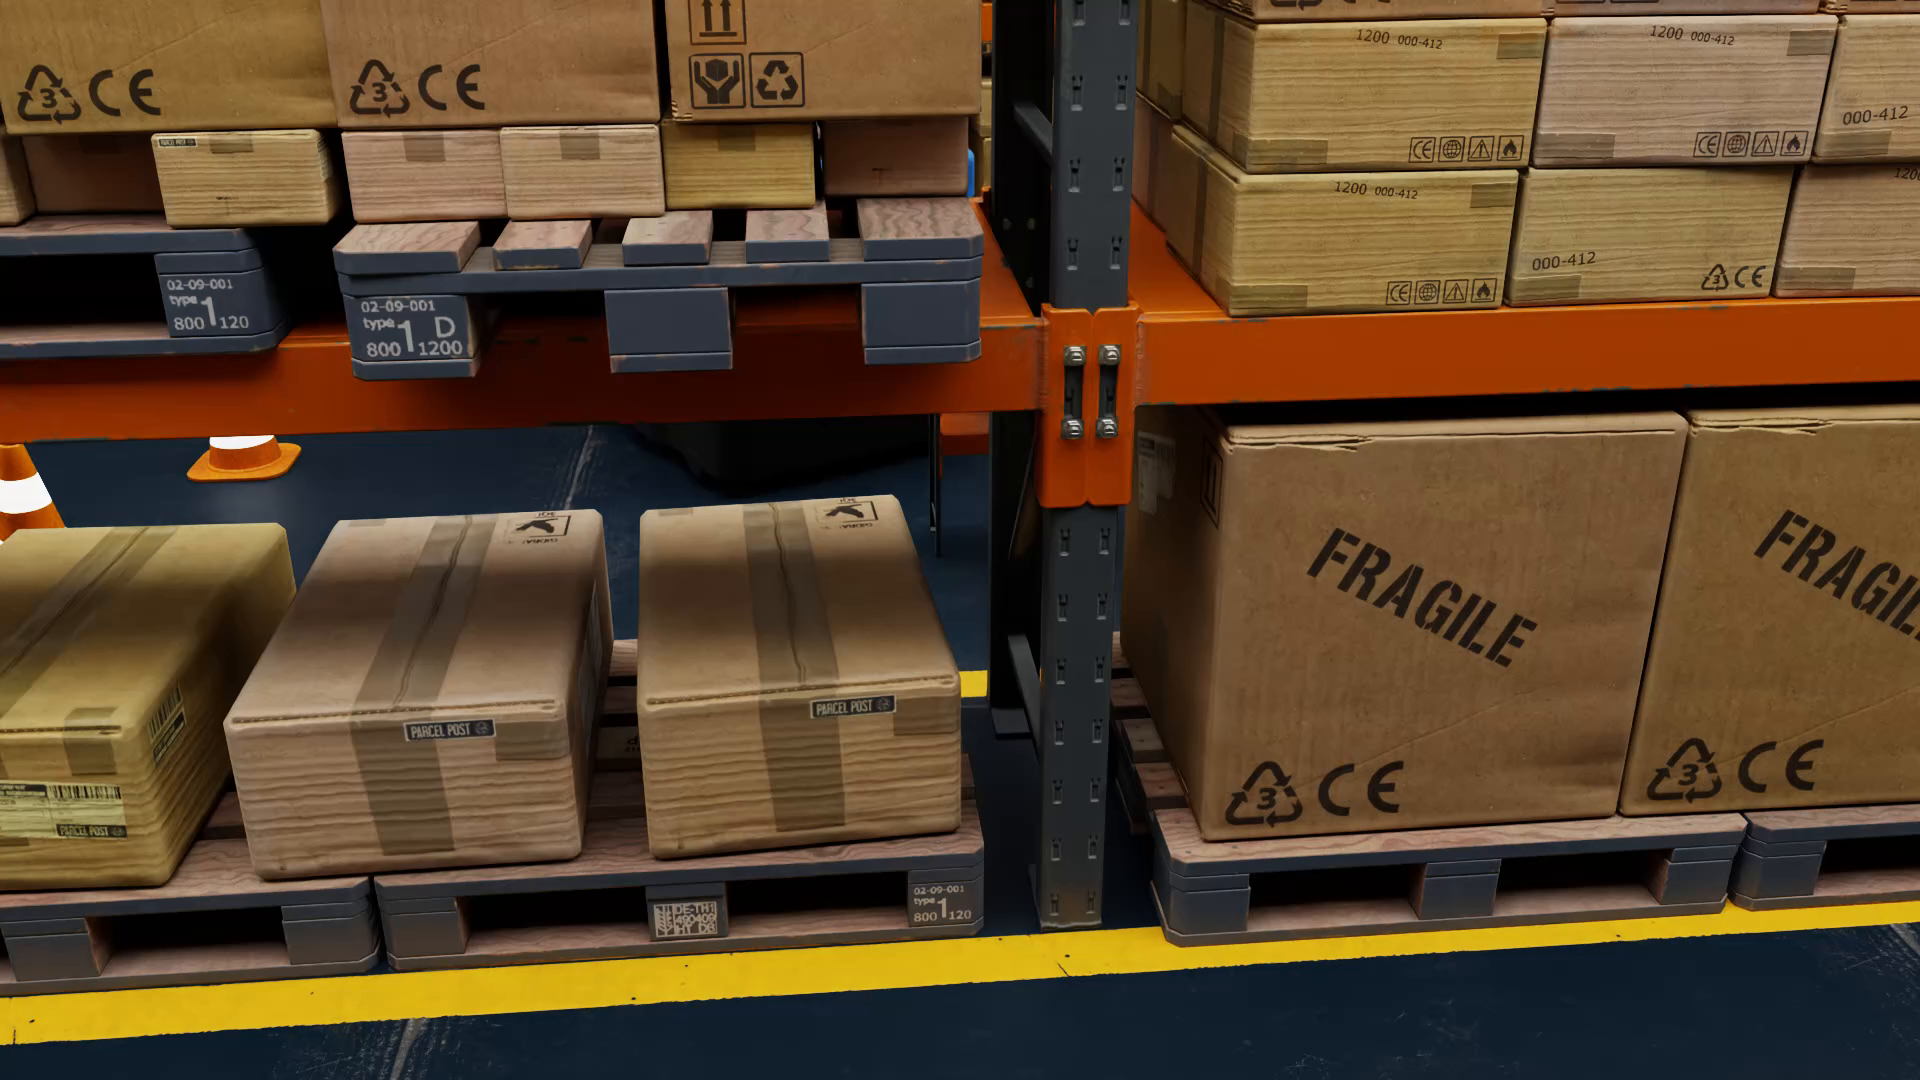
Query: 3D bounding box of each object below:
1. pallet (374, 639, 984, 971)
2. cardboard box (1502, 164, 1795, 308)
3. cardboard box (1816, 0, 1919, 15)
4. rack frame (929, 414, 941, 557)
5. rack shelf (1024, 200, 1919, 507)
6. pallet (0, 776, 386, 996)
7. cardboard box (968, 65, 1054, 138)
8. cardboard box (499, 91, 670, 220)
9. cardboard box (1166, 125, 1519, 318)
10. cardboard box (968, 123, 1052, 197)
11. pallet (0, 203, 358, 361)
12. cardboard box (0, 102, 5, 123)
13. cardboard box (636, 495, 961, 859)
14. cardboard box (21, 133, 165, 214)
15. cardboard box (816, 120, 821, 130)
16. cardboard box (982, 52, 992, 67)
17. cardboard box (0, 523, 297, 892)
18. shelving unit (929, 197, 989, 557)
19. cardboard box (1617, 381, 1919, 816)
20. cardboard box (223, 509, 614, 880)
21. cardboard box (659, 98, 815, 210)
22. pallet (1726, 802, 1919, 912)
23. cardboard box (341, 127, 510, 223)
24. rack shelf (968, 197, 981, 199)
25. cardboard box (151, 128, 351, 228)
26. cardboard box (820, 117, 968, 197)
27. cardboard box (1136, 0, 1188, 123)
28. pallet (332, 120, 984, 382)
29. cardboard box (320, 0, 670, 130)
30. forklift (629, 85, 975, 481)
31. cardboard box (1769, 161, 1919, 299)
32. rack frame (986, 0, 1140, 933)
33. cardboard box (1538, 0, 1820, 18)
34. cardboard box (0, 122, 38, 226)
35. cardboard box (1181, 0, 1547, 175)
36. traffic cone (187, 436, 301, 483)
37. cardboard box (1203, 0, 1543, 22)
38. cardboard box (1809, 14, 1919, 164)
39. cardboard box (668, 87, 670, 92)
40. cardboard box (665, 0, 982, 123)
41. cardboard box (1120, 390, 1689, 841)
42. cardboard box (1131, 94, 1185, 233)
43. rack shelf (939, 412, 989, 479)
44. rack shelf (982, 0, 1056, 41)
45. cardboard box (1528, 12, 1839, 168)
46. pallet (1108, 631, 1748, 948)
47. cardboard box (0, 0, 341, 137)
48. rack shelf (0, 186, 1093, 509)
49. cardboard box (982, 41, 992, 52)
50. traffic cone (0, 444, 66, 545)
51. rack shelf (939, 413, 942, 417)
[{"bbox_3d":[-0.597,0.539,3.777,1.213,0.211,1.003,-2,24,-5],"label":"pallet"},{"bbox_3d":[1.202,-0.643,3.187,0.500,0.250,0.500,-3,24,-7],"label":"cardboard box"},{"bbox_3d":[1.705,-1.227,2.964,0.500,0.500,0.500,-2,24,-4],"label":"cardboard box"},{"bbox_3d":[-0.078,-0.545,4.999,0.015,1.200,0.240,-2,24,-5],"label":"rack frame"},{"bbox_3d":[2.171,-0.517,3.605,4.000,0.370,1.077,-2,24,-5],"label":"rack shelf"},{"bbox_3d":[-1.808,0.587,3.670,1.213,0.211,1.003,-2,24,-5],"label":"pallet"},{"bbox_3d":[0.304,-2.084,7.884,0.500,0.250,0.500,-3,24,-8],"label":"cardboard box"},{"bbox_3d":[-0.628,-0.666,2.848,0.250,0.149,0.380,-2,24,-6],"label":"cardboard box"},{"bbox_3d":[0.693,-0.615,3.125,0.500,0.250,0.500,-3,24,-6],"label":"cardboard box"},{"bbox_3d":[0.323,-1.737,8.026,0.500,0.500,0.500,-3,24,-7],"label":"cardboard box"},{"bbox_3d":[-1.785,-0.582,3.103,1.213,0.211,1.003,-2,24,-5],"label":"pallet"},{"bbox_3d":[-1.803,-0.941,2.669,0.500,0.500,0.500,-3,24,-7],"label":"cardboard box"},{"bbox_3d":[-0.382,0.262,3.686,0.625,0.372,0.950,-4,24,-9],"label":"cardboard box"},{"bbox_3d":[-1.414,-0.684,2.888,0.250,0.149,0.380,-2,24,-5],"label":"cardboard box"},{"bbox_3d":[-0.161,-0.905,3.385,0.250,0.149,0.380,-4,24,-8],"label":"cardboard box"},{"bbox_3d":[0.249,-2.288,8.342,0.500,0.250,0.500,-3,24,-6],"label":"cardboard box"},{"bbox_3d":[-1.871,0.323,3.550,0.625,0.372,0.950,-2,24,-3],"label":"cardboard box"},{"bbox_3d":[0.165,-0.555,5.021,0.503,1.200,0.258,-2,24,-5],"label":"shelving unit"},{"bbox_3d":[1.765,-0.014,3.688,0.875,0.875,0.875,-2,24,-5],"label":"cardboard box"},{"bbox_3d":[-1.116,0.295,3.612,0.625,0.372,0.950,-3,24,-6],"label":"cardboard box"},{"bbox_3d":[-0.382,-0.695,2.912,0.250,0.149,0.380,-2,24,-4],"label":"cardboard box"},{"bbox_3d":[2.184,0.460,3.955,1.213,0.211,1.003,-2,24,-5],"label":"pallet"},{"bbox_3d":[-0.879,-0.660,2.833,0.250,0.149,0.380,-3,24,-8],"label":"cardboard box"},{"bbox_3d":[0.165,-0.914,4.862,0.480,0.148,0.258,-2,24,-5],"label":"rack shelf"},{"bbox_3d":[-1.152,-0.643,2.796,0.250,0.149,0.380,-2,24,-4],"label":"cardboard box"},{"bbox_3d":[-0.122,-0.734,3.002,0.250,0.149,0.380,-1,24,-3],"label":"cardboard box"},{"bbox_3d":[0.638,-1.048,3.483,0.500,0.250,0.500,-2,24,-5],"label":"cardboard box"},{"bbox_3d":[-0.518,-0.606,3.157,1.003,0.211,1.213,-2,24,-5],"label":"pallet"},{"bbox_3d":[-0.757,-0.983,2.763,0.500,0.500,0.500,-3,24,-6],"label":"cardboard box"},{"bbox_3d":[-1.151,-2.086,6.334,1.130,2.935,3.031,-15,28,-30],"label":"forklift"},{"bbox_3d":[1.725,-0.661,3.229,0.500,0.250,0.500,-2,24,-3],"label":"cardboard box"},{"bbox_3d":[0.181,-0.766,3.279,0.127,3.000,1.000,-2,24,-5],"label":"rack frame"},{"bbox_3d":[1.189,-1.213,2.931,0.500,0.500,0.500,-2,24,-5],"label":"cardboard box"},{"bbox_3d":[-1.656,-0.641,2.790,0.250,0.149,0.380,-3,24,-7],"label":"cardboard box"},{"bbox_3d":[0.710,-0.846,3.029,0.500,0.250,0.500,-2,24,-6],"label":"cardboard box"},{"bbox_3d":[-2.513,-0.478,5.755,0.334,0.463,0.336,-2,24,-5],"label":"traffic cone"},{"bbox_3d":[0.696,-1.189,2.878,0.500,0.500,0.500,-3,24,-7],"label":"cardboard box"},{"bbox_3d":[1.721,-0.881,3.108,0.500,0.250,0.500,-2,24,-5],"label":"cardboard box"},{"bbox_3d":[-0.722,-0.915,3.407,0.250,0.149,0.380,-4,24,-9],"label":"cardboard box"},{"bbox_3d":[-0.244,-1.009,2.820,0.500,0.500,0.500,-3,24,-7],"label":"cardboard box"},{"bbox_3d":[0.877,0.019,3.612,0.875,0.875,0.875,-3,24,-6],"label":"cardboard box"},{"bbox_3d":[0.659,-0.822,3.591,0.500,0.250,0.500,-3,24,-7],"label":"cardboard box"},{"bbox_3d":[0.165,-0.312,5.129,0.480,0.148,0.258,-2,24,-5],"label":"rack shelf"},{"bbox_3d":[1.584,-2.513,8.097,4.000,0.370,1.077,-2,24,-5],"label":"rack shelf"},{"bbox_3d":[1.224,-0.866,3.075,0.500,0.250,0.500,-2,24,-4],"label":"cardboard box"},{"bbox_3d":[0.973,0.508,3.848,1.213,0.211,1.003,-2,24,-5],"label":"pallet"},{"bbox_3d":[-1.259,-0.963,2.717,0.500,0.500,0.500,-4,24,-9],"label":"cardboard box"},{"bbox_3d":[-1.809,-0.357,3.246,4.000,0.370,1.077,-2,24,-5],"label":"rack shelf"},{"bbox_3d":[-0.104,-4.011,12.681,0.875,0.875,1.225,-3,24,-8],"label":"cardboard box"},{"bbox_3d":[-2.703,-0.062,4.820,0.334,0.463,0.336,-2,24,-5],"label":"traffic cone"},{"bbox_3d":[0.165,-0.493,5.048,0.480,0.148,0.258,-2,24,-5],"label":"rack shelf"}]
